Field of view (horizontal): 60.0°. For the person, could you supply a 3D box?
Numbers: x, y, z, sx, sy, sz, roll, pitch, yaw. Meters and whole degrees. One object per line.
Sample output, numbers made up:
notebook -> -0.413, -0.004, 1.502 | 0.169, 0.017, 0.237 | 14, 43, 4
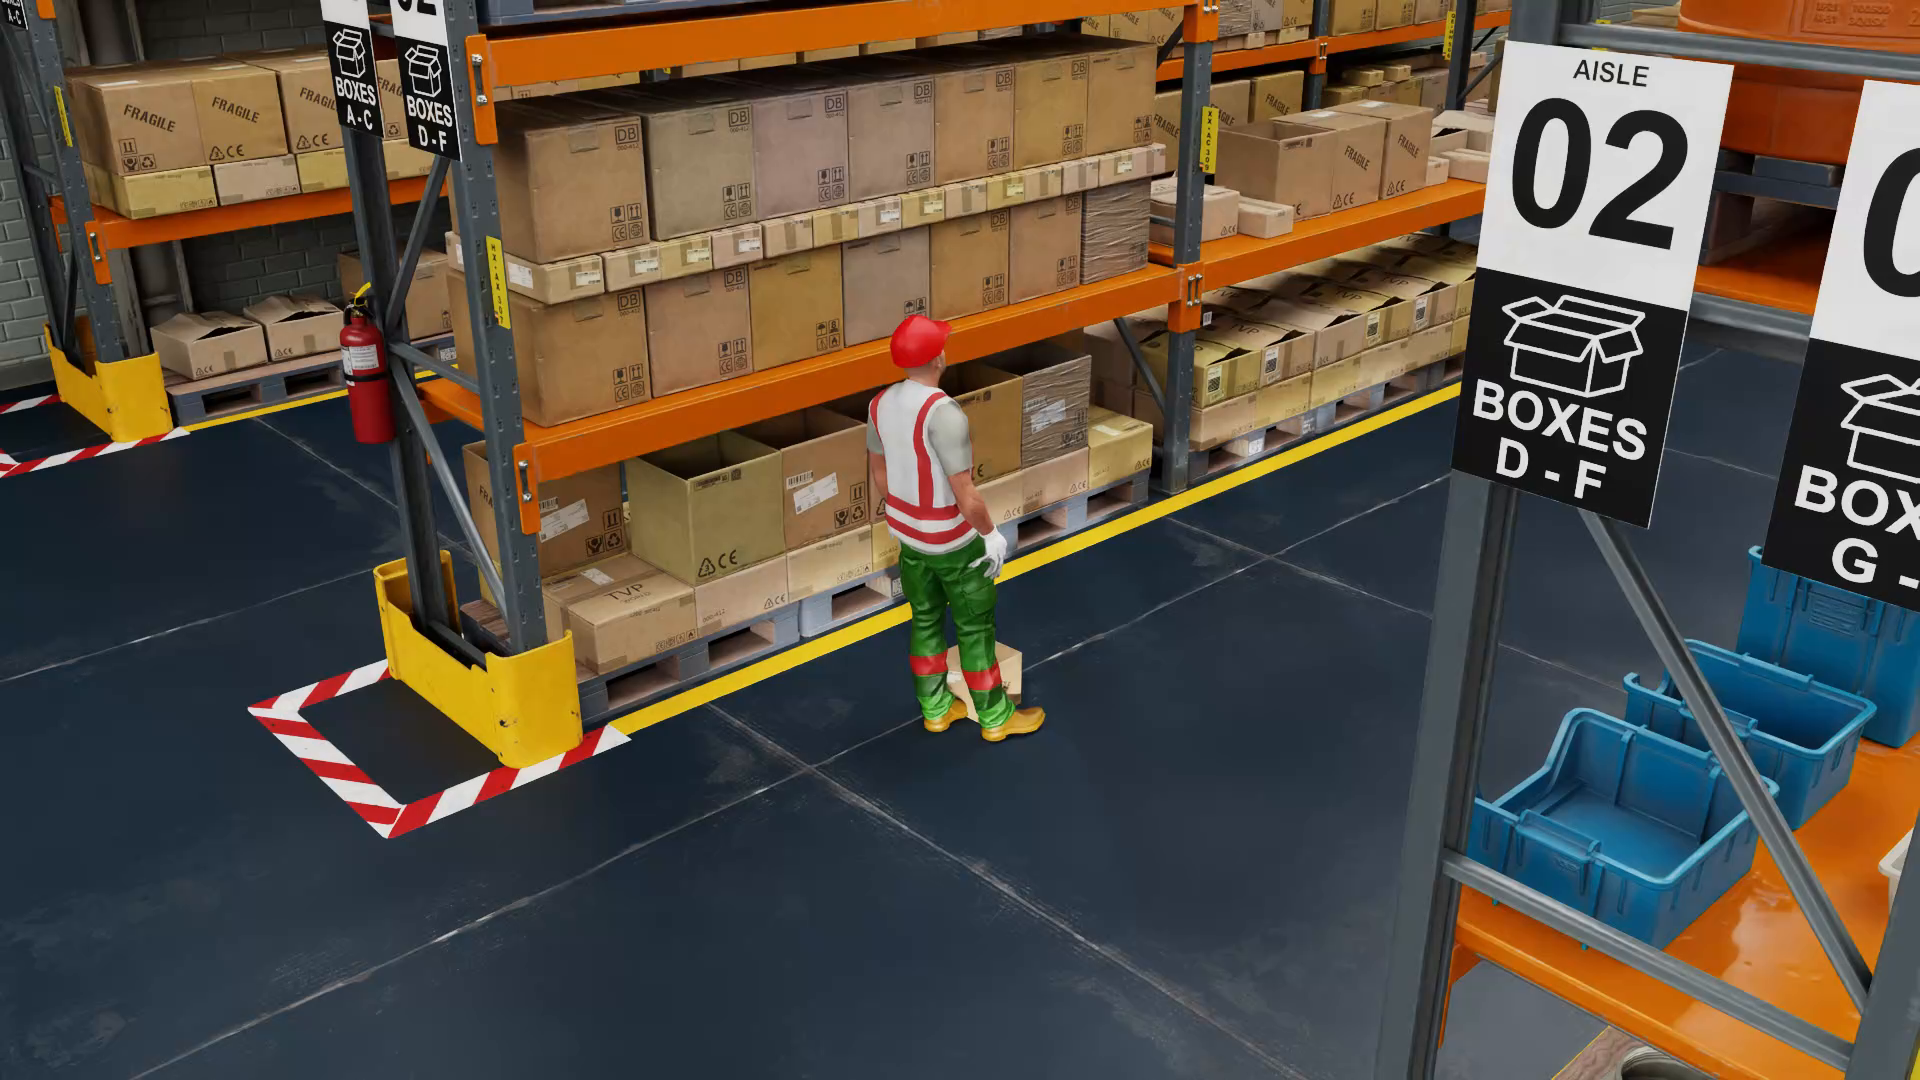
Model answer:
person -> -0.029, -0.052, 6.668 | 0.564, 1.787, 0.638 | -21, 31, -39
